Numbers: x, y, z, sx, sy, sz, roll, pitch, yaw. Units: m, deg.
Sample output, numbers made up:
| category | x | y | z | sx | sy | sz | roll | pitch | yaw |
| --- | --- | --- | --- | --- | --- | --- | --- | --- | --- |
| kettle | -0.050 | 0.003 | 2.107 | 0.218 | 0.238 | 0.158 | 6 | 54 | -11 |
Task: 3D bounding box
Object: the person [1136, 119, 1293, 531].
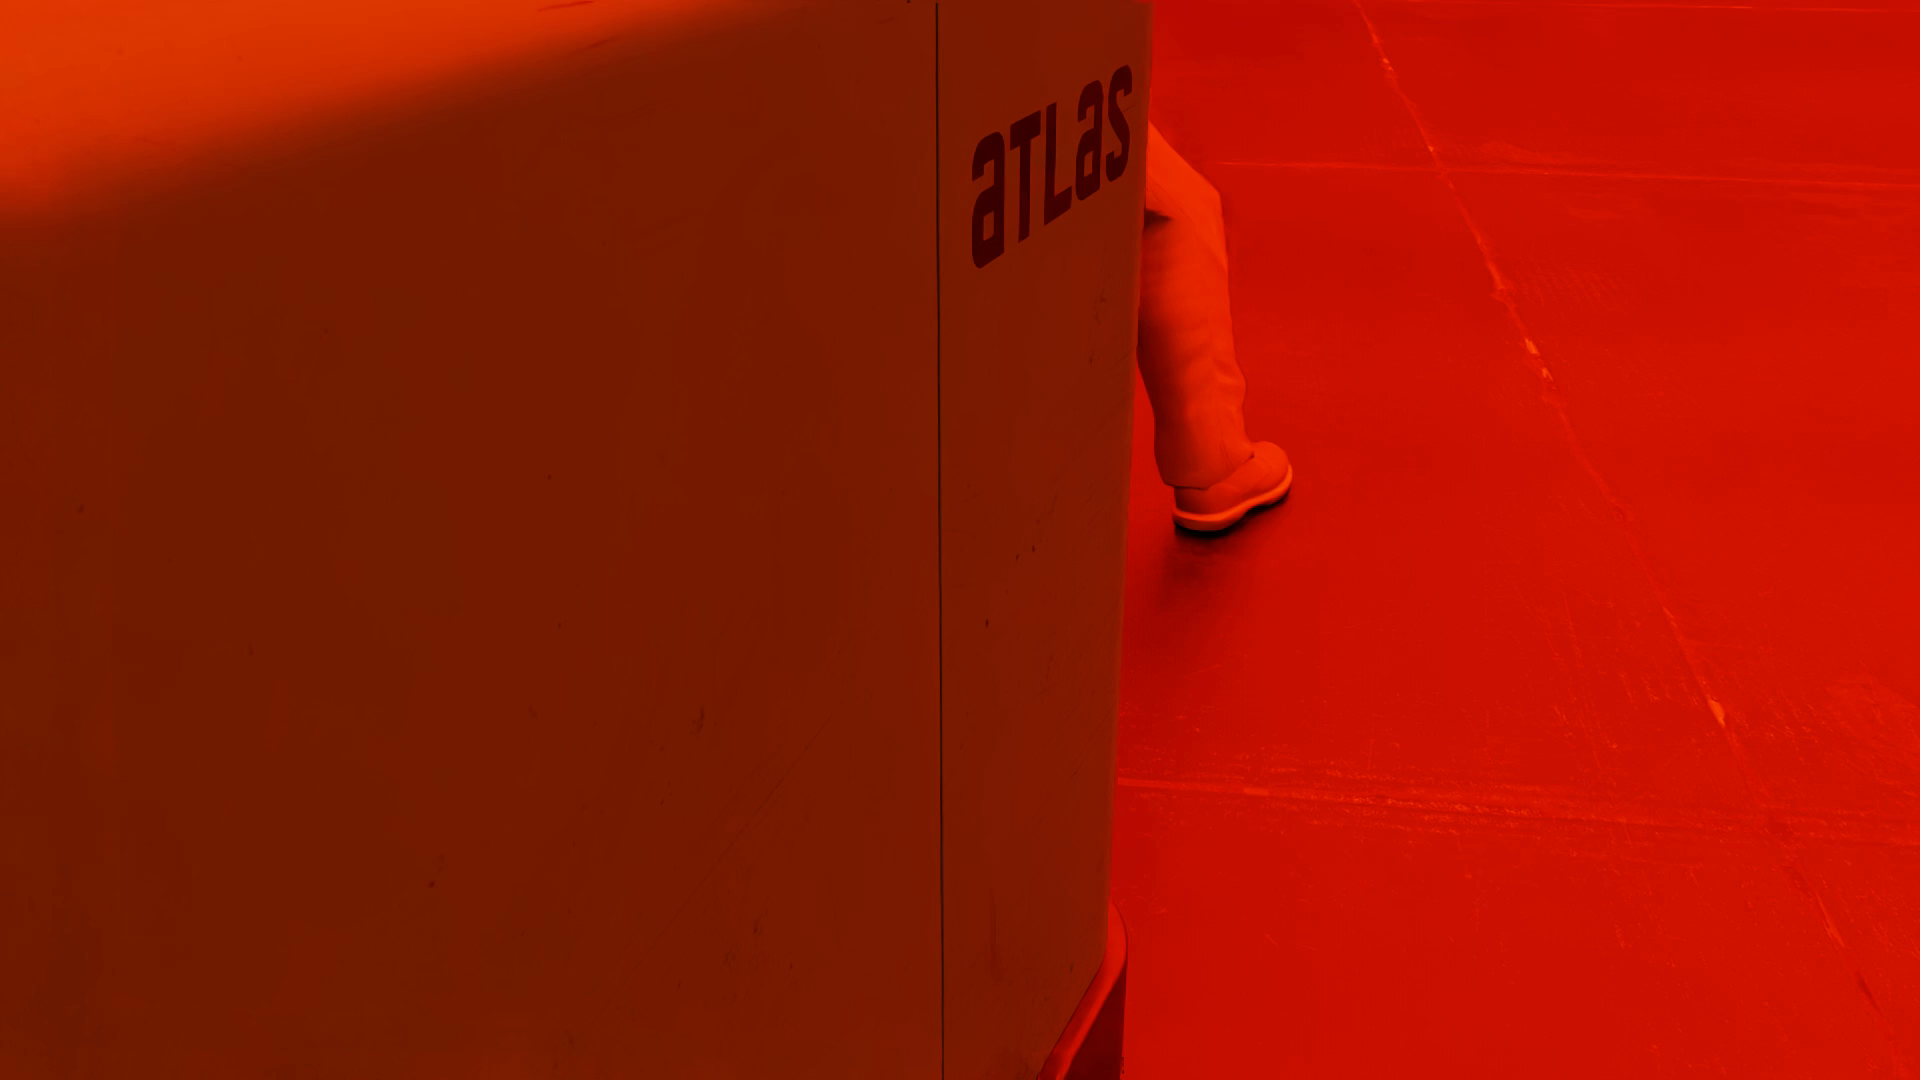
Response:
| category | x | y | z | sx | sy | sz | roll | pitch | yaw |
| --- | --- | --- | --- | --- | --- | --- | --- | --- | --- |
| person | 0.081 | -0.818 | 2.532 | 0.712 | 1.436 | 0.995 | -20 | 33 | -35 |
